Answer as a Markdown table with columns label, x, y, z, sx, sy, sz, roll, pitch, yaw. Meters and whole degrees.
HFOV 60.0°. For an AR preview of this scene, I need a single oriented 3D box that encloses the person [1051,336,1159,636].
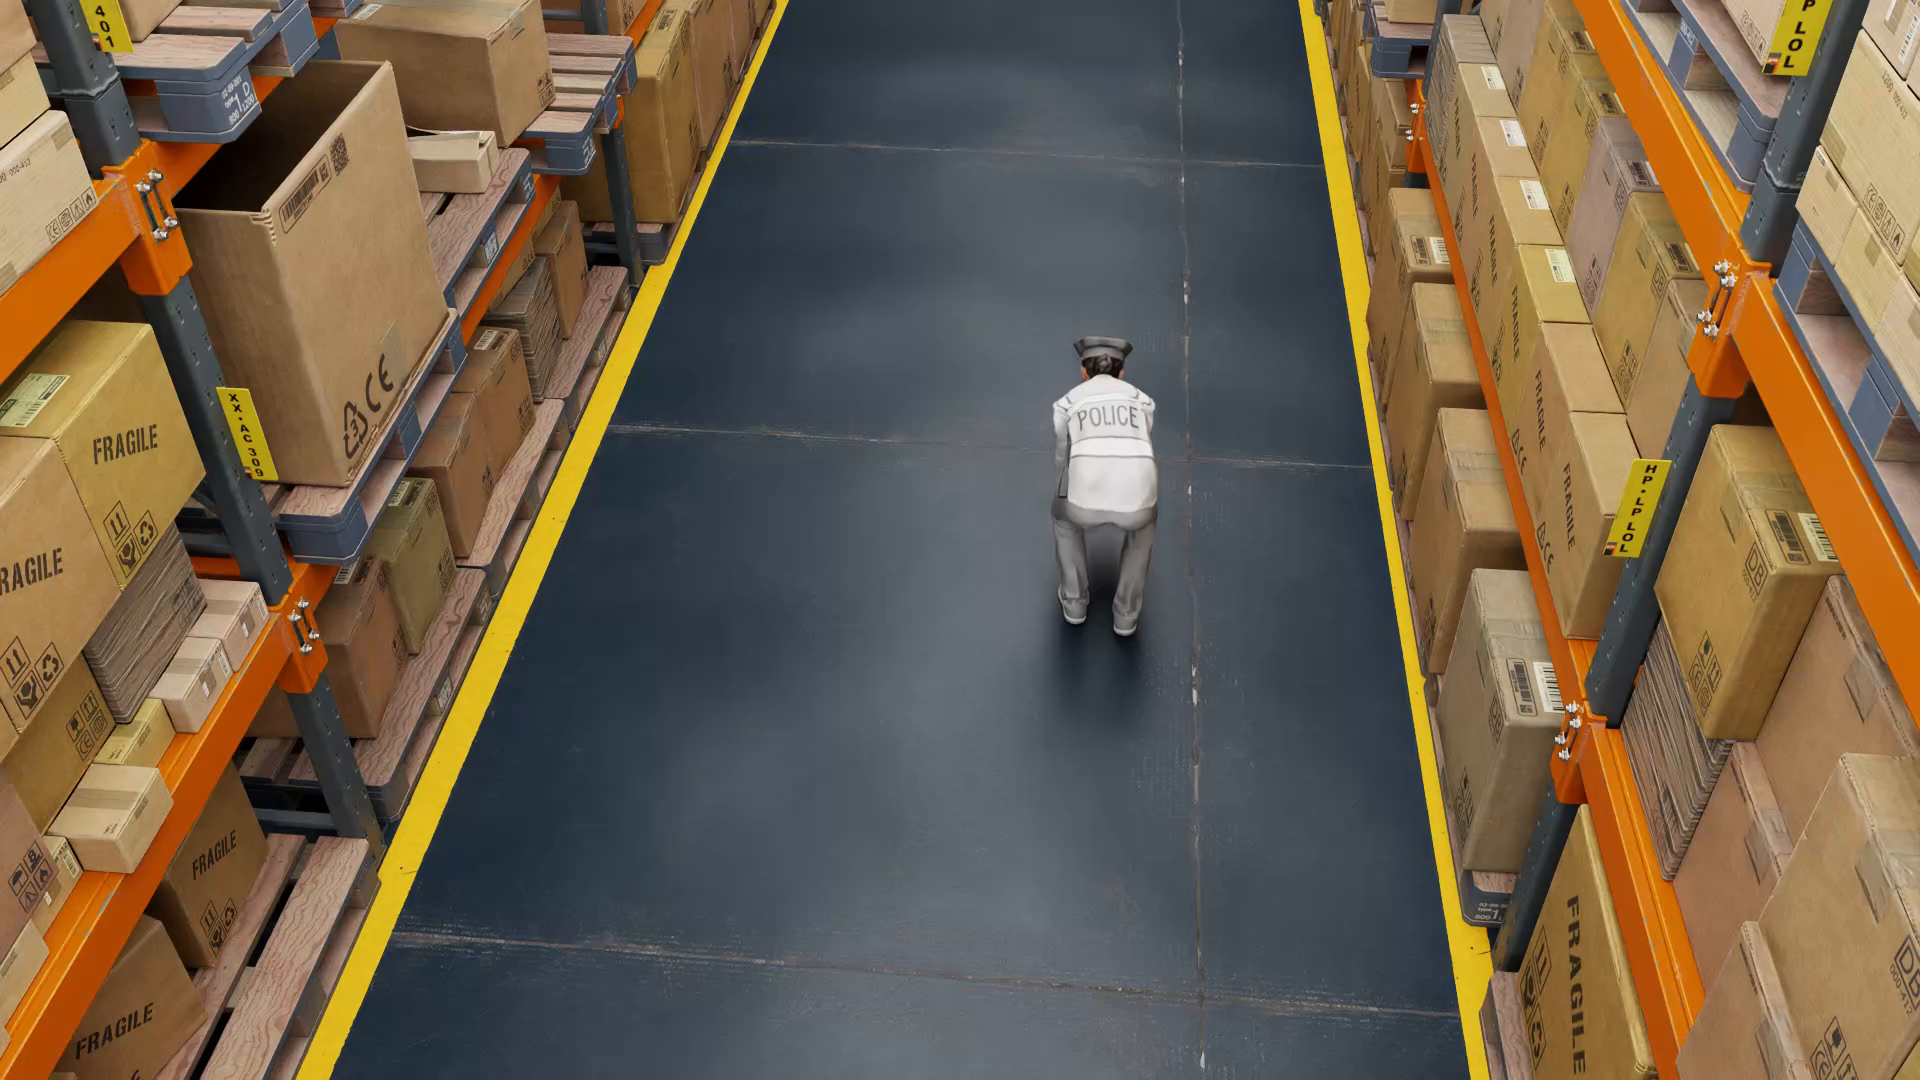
| label | x | y | z | sx | sy | sz | roll | pitch | yaw |
| --- | --- | --- | --- | --- | --- | --- | --- | --- | --- |
| person | 0.594 | -0.216 | 6.861 | 0.445 | 1.086 | 0.919 | 1 | 40 | 2 |
